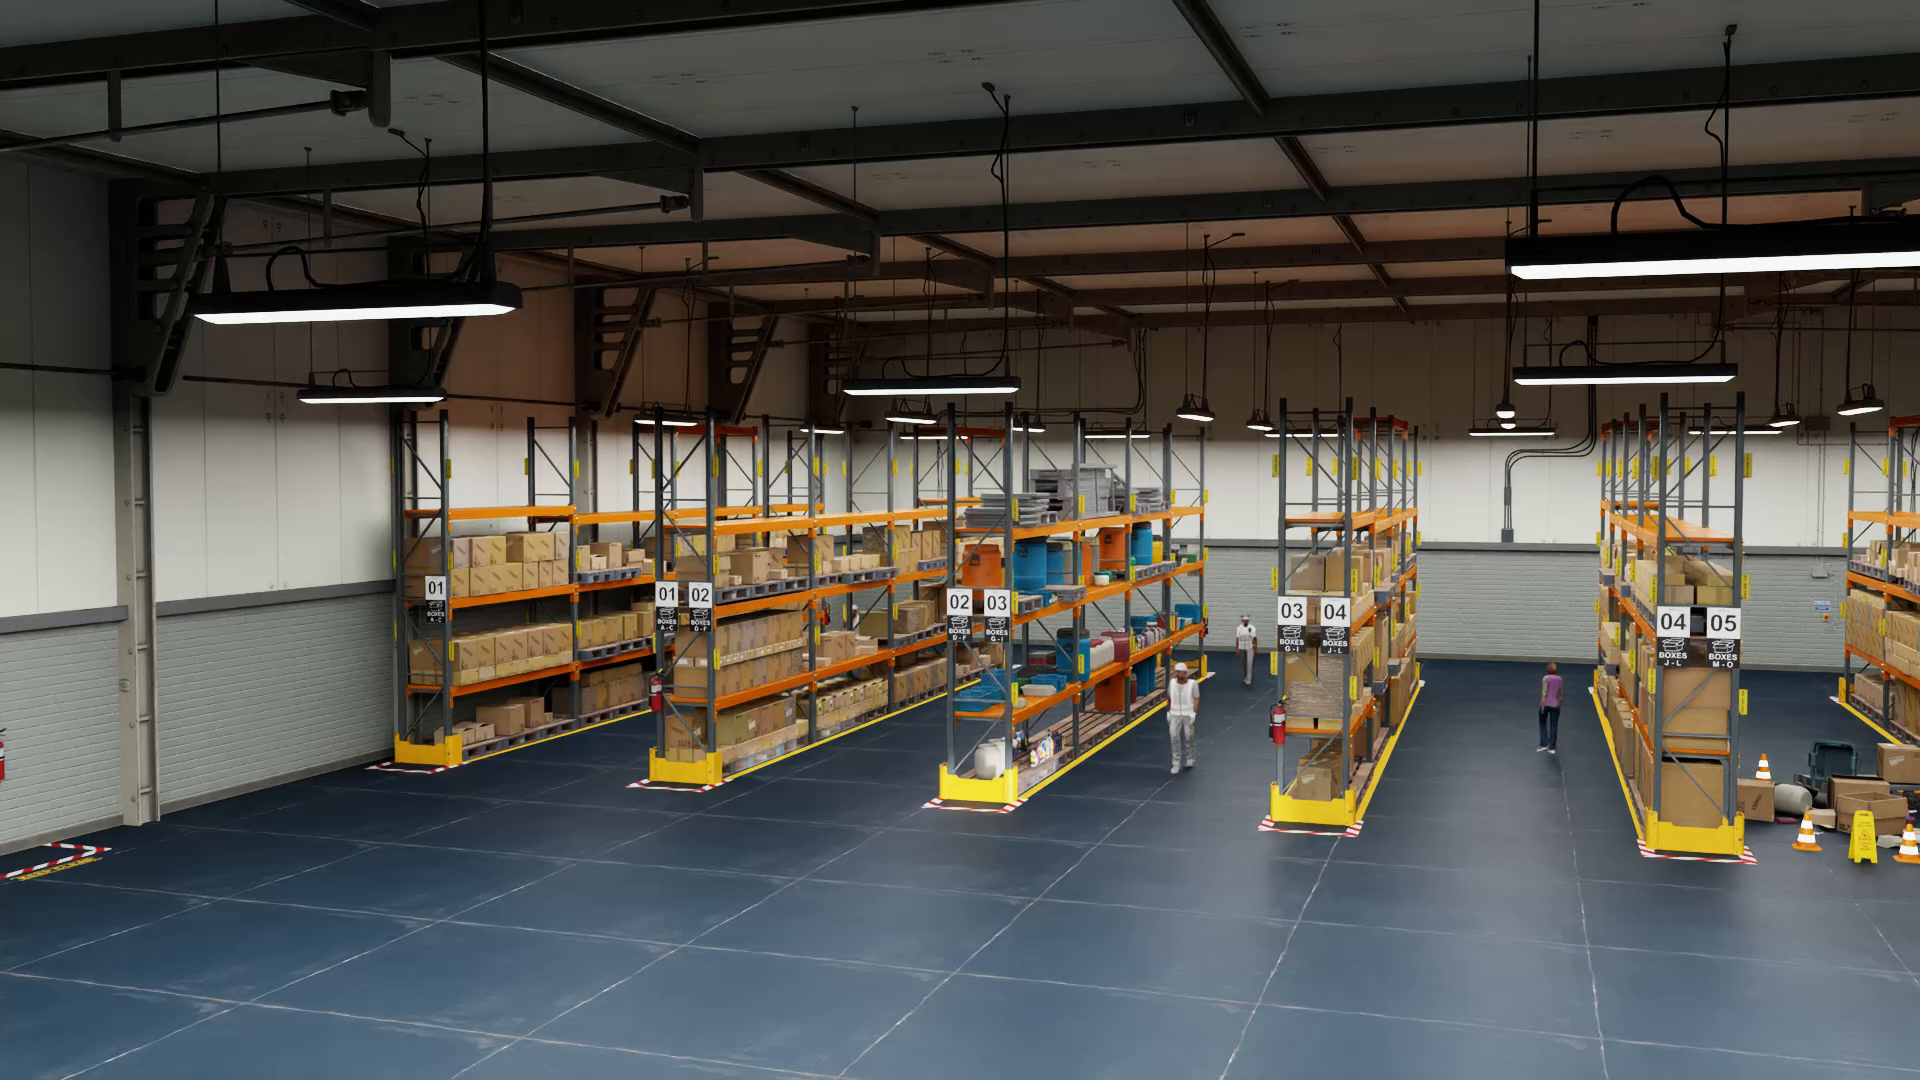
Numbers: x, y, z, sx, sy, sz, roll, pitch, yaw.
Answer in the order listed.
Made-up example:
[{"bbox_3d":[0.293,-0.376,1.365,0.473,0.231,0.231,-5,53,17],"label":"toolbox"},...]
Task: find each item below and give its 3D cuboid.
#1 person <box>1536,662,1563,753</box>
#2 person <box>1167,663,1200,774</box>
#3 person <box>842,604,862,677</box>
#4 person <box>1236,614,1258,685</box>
[{"bbox_3d":[10.405,2.969,29.237,0.412,1.620,0.616,0,2,9],"label":"person"},{"bbox_3d":[3.679,2.934,27.587,0.584,1.791,0.809,1,3,19],"label":"person"},{"bbox_3d":[-2.549,2.410,40.080,0.622,1.763,0.703,0,2,4],"label":"person"},{"bbox_3d":[6.594,2.521,38.376,0.465,1.625,0.993,1,3,25],"label":"person"}]
